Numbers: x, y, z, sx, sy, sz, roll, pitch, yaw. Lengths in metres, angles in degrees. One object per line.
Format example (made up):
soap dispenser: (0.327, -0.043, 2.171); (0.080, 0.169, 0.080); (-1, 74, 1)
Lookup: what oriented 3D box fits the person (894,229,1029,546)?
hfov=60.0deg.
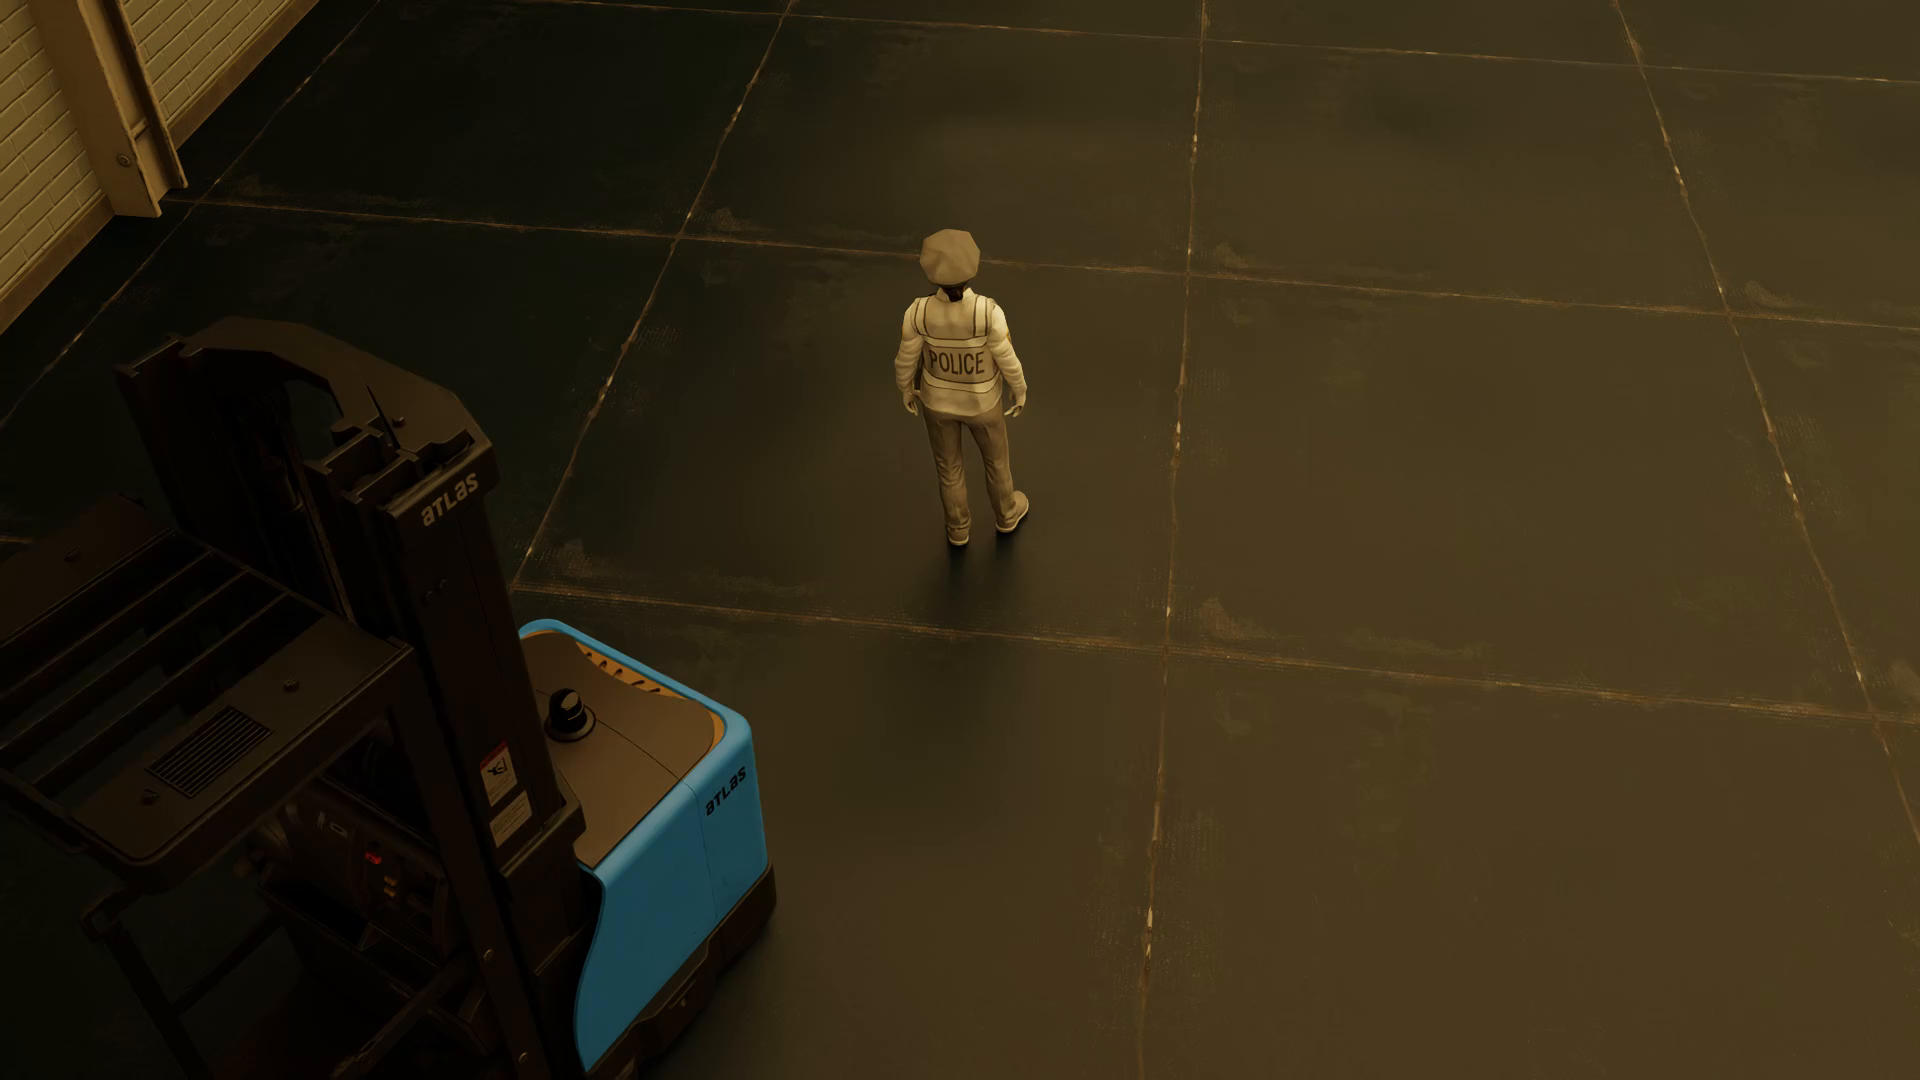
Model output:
person: (0.015, -0.674, 7.361); (0.587, 1.696, 0.534); (5, 43, 6)

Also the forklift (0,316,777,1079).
forklift: (-1.913, 0.987, 4.650); (1.130, 2.935, 3.031); (23, 47, 23)
